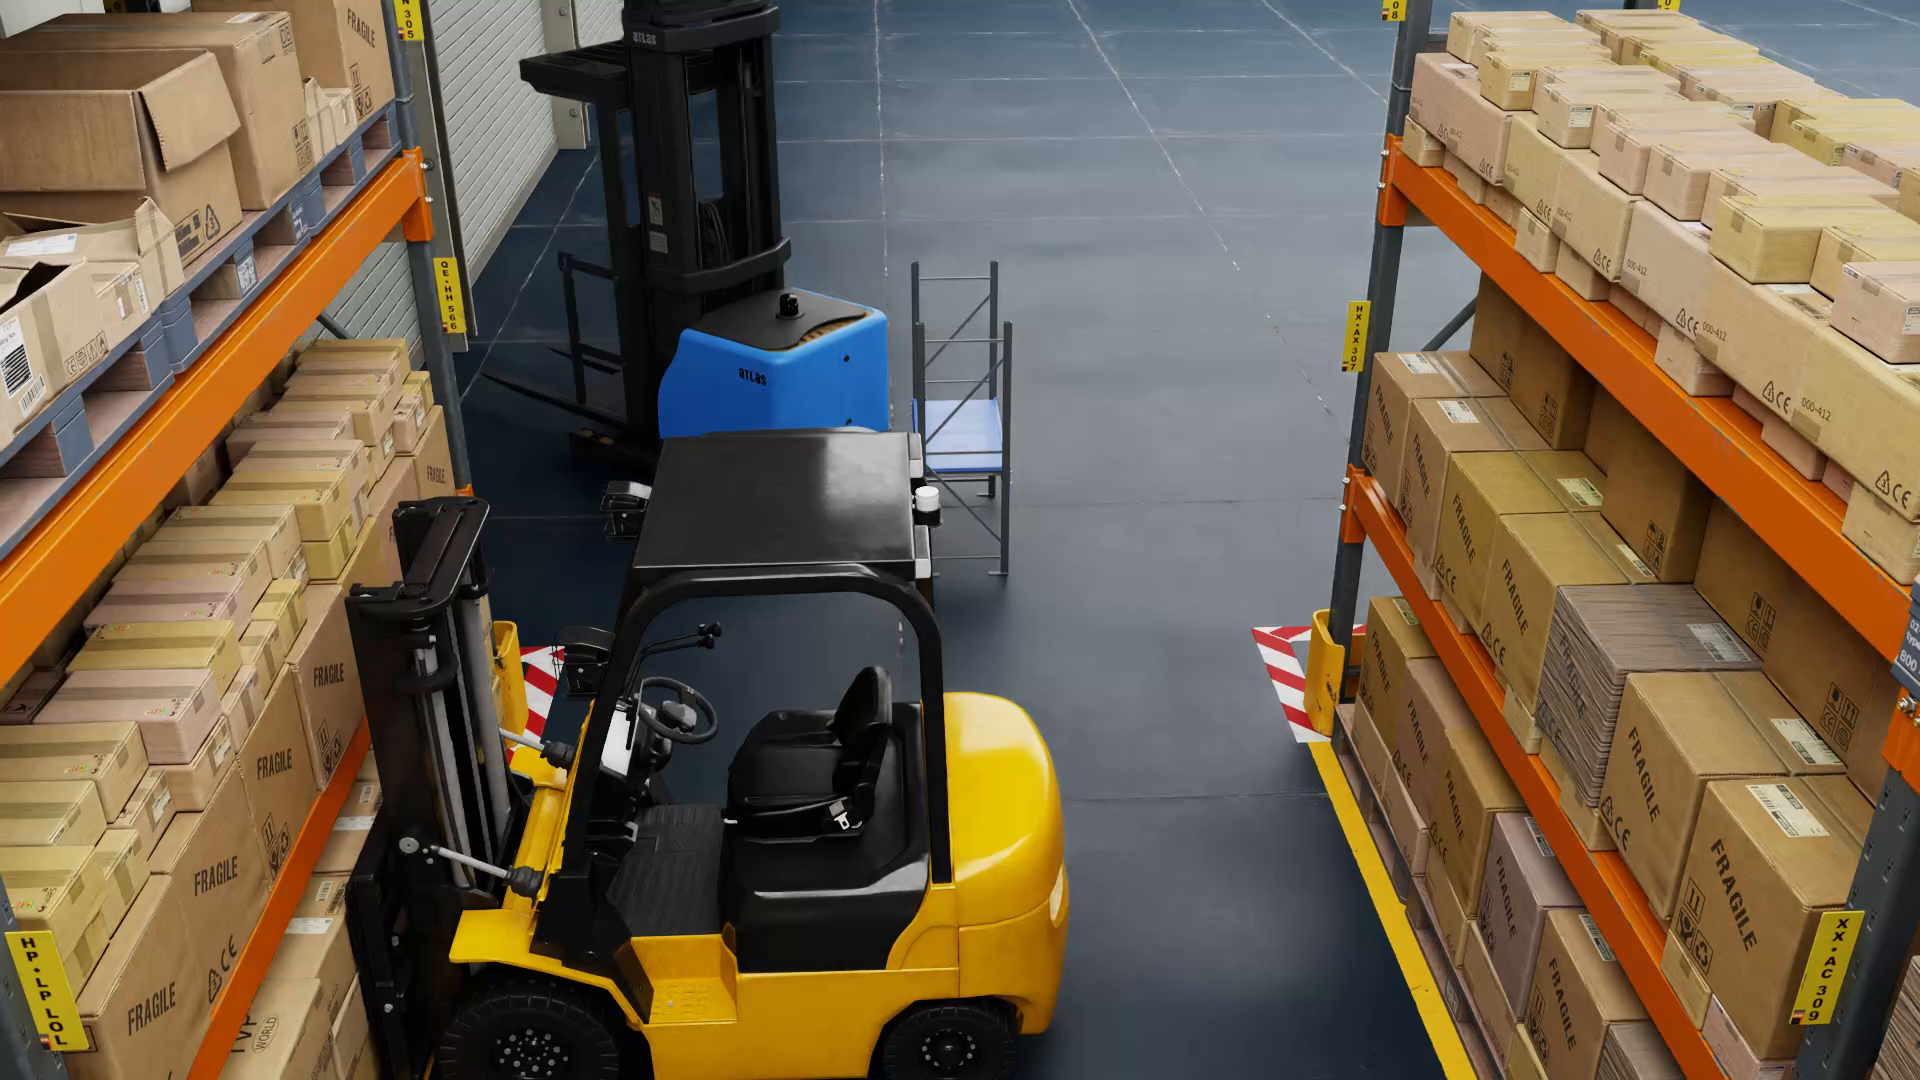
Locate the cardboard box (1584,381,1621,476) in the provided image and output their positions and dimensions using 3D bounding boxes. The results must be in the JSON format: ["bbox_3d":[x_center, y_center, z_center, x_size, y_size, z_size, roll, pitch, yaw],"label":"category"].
[{"bbox_3d":[2.671,-0.441,5.840,0.700,0.500,0.500,-2,28,-3],"label":"cardboard box"}]

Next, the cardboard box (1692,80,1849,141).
[{"bbox_3d":[2.552,-1.351,5.263,0.380,0.149,0.250,-2,28,-4],"label":"cardboard box"}]

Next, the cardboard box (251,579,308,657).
[{"bbox_3d":[-2.285,0.250,5.217,0.380,0.149,0.250,-2,28,-4],"label":"cardboard box"}]

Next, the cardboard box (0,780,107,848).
[{"bbox_3d":[-2.312,0.714,4.006,0.380,0.149,0.250,-1,28,-2],"label":"cardboard box"}]

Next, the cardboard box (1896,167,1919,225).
[{"bbox_3d":[2.698,-0.874,4.347,0.380,0.149,0.250,-2,28,-4],"label":"cardboard box"}]

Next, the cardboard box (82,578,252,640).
[{"bbox_3d":[-2.337,0.239,4.917,0.380,0.149,0.250,-1,28,-3],"label":"cardboard box"}]

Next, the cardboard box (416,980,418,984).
[{"bbox_3d":[-2.256,1.546,6.062,0.500,0.250,0.500,-1,28,-1],"label":"cardboard box"}]

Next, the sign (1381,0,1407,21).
[{"bbox_3d":[1.736,-2.223,6.580,0.100,0.325,0.005,-1,28,-3],"label":"sign"}]

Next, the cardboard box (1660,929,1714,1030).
[{"bbox_3d":[2.145,1.184,4.508,0.380,0.149,0.250,-1,28,-1],"label":"cardboard box"}]

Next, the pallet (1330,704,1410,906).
[{"bbox_3d":[2.289,1.129,7.357,1.003,0.211,1.213,-1,28,-3],"label":"pallet"}]

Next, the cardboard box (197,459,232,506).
[{"bbox_3d":[-2.884,-0.211,6.102,0.380,0.149,0.250,-2,28,-4],"label":"cardboard box"}]

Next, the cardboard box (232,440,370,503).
[{"bbox_3d":[-2.302,-0.233,5.821,0.380,0.149,0.250,-1,28,-1],"label":"cardboard box"}]

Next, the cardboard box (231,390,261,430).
[{"bbox_3d":[-2.867,-0.457,6.252,0.380,0.149,0.250,-1,28,-2],"label":"cardboard box"}]

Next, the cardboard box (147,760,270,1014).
[{"bbox_3d":[-2.277,0.955,4.568,0.500,0.500,0.500,-1,28,-2],"label":"cardboard box"}]

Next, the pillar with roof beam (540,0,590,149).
[{"bbox_3d":[0.130,-8.359,16.047,9.100,9.000,0.400,-1,28,-3],"label":"pillar with roof beam"}]

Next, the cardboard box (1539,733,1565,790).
[{"bbox_3d":[2.125,0.711,5.415,0.380,0.149,0.250,-2,28,-4],"label":"cardboard box"}]

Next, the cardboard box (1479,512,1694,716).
[{"bbox_3d":[2.118,0.240,5.617,0.500,0.500,0.500,-2,28,-4],"label":"cardboard box"}]

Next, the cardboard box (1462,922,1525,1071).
[{"bbox_3d":[2.127,1.614,5.930,0.500,0.250,0.500,-1,28,-2],"label":"cardboard box"}]

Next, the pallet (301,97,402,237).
[{"bbox_3d":[-2.668,-1.361,5.967,1.003,0.211,1.213,-1,28,-3],"label":"pallet"}]

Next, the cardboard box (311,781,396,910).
[{"bbox_3d":[-2.256,1.100,5.835,0.500,0.250,0.500,-2,28,-4],"label":"cardboard box"}]

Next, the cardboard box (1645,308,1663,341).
[{"bbox_3d":[2.197,-0.626,4.734,0.380,0.149,0.250,-1,28,-2],"label":"cardboard box"}]

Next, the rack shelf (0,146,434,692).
[{"bbox_3d":[-2.575,-0.484,4.969,1.077,0.370,4.000,-1,28,-3],"label":"rack shelf"}]

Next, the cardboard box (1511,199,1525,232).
[{"bbox_3d":[2.109,-1.098,5.639,0.380,0.149,0.250,-2,28,-4],"label":"cardboard box"}]

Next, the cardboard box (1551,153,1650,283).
[{"bbox_3d":[2.113,-0.967,4.958,0.500,0.250,0.500,-1,28,-2],"label":"cardboard box"}]

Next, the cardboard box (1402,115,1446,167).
[{"bbox_3d":[1.971,-1.576,6.556,0.380,0.149,0.250,-1,28,-3],"label":"cardboard box"}]

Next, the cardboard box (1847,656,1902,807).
[{"bbox_3d":[2.680,0.501,4.035,0.700,0.500,0.500,-2,28,-3],"label":"cardboard box"}]

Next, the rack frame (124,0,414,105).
[{"bbox_3d":[-2.679,-3.057,5.880,1.000,3.000,0.127,-1,28,-3],"label":"rack frame"}]

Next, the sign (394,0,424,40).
[{"bbox_3d":[-2.137,-2.091,6.400,0.100,0.325,0.005,-1,28,-3],"label":"sign"}]

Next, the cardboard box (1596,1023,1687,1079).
[{"bbox_3d":[2.187,1.762,4.836,0.500,0.500,0.500,-2,28,-3],"label":"cardboard box"}]

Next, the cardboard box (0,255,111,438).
[{"bbox_3d":[-2.270,-0.461,3.680,0.500,0.311,0.500,-1,28,-2],"label":"cardboard box"}]

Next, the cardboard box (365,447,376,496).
[{"bbox_3d":[-2.384,-0.222,6.123,0.380,0.149,0.250,-2,28,-3],"label":"cardboard box"}]

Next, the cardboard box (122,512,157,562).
[{"bbox_3d":[-2.823,0.014,5.347,0.380,0.149,0.250,-1,28,-2],"label":"cardboard box"}]

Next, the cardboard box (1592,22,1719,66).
[{"bbox_3d":[2.565,-1.822,6.165,0.380,0.149,0.250,-1,28,-2],"label":"cardboard box"}]

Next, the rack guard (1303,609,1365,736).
[{"bbox_3d":[2.281,0.625,8.011,1.175,0.500,0.348,-1,28,-3],"label":"rack guard"}]

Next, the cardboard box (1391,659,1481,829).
[{"bbox_3d":[2.077,0.813,6.655,0.500,0.500,0.500,-2,28,-5],"label":"cardboard box"}]

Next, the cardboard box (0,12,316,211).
[{"bbox_3d":[-2.459,-1.328,5.138,0.700,0.500,0.500,-1,28,-2],"label":"cardboard box"}]

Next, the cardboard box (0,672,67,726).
[{"bbox_3d":[-2.769,0.503,4.732,0.380,0.149,0.250,0,28,-1],"label":"cardboard box"}]

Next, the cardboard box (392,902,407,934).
[{"bbox_3d":[-2.256,1.332,5.930,0.500,0.250,0.500,-1,28,-3],"label":"cardboard box"}]

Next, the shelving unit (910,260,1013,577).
[{"bbox_3d":[-0.004,-0.704,9.479,0.538,1.500,1.048,-1,28,-3],"label":"shelving unit"}]

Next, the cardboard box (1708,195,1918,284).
[{"bbox_3d":[2.093,-0.742,4.094,0.380,0.149,0.250,-1,28,-1],"label":"cardboard box"}]

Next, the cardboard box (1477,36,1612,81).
[{"bbox_3d":[2.073,-1.689,5.910,0.380,0.149,0.250,-1,28,-3],"label":"cardboard box"}]

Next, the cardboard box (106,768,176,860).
[{"bbox_3d":[-2.281,0.726,4.306,0.380,0.149,0.250,-1,28,-3],"label":"cardboard box"}]

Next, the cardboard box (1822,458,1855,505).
[{"bbox_3d":[2.240,-0.147,3.816,0.380,0.149,0.250,-1,28,-2],"label":"cardboard box"}]

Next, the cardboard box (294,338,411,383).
[{"bbox_3d":[-2.450,-0.700,6.718,0.380,0.149,0.250,-1,28,-3],"label":"cardboard box"}]

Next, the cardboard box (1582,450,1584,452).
[{"bbox_3d":[2.603,-0.219,6.497,0.500,0.500,0.500,-1,28,-3],"label":"cardboard box"}]

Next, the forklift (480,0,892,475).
[{"bbox_3d":[-1.912,-1.968,10.354,3.031,2.935,1.130,19,33,32],"label":"forklift"}]

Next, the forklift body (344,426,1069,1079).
[{"bbox_3d":[-0.758,0.811,5.869,2.313,2.155,1.214,-1,28,-3],"label":"forklift body"}]

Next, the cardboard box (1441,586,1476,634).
[{"bbox_3d":[2.063,0.232,6.332,0.380,0.149,0.250,-1,28,-1],"label":"cardboard box"}]

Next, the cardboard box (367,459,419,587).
[{"bbox_3d":[-2.373,0.019,6.361,0.500,0.500,0.500,-1,28,-1],"label":"cardboard box"}]

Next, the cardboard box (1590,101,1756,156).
[{"bbox_3d":[2.141,-1.218,5.008,0.380,0.149,0.250,-1,28,-2],"label":"cardboard box"}]
